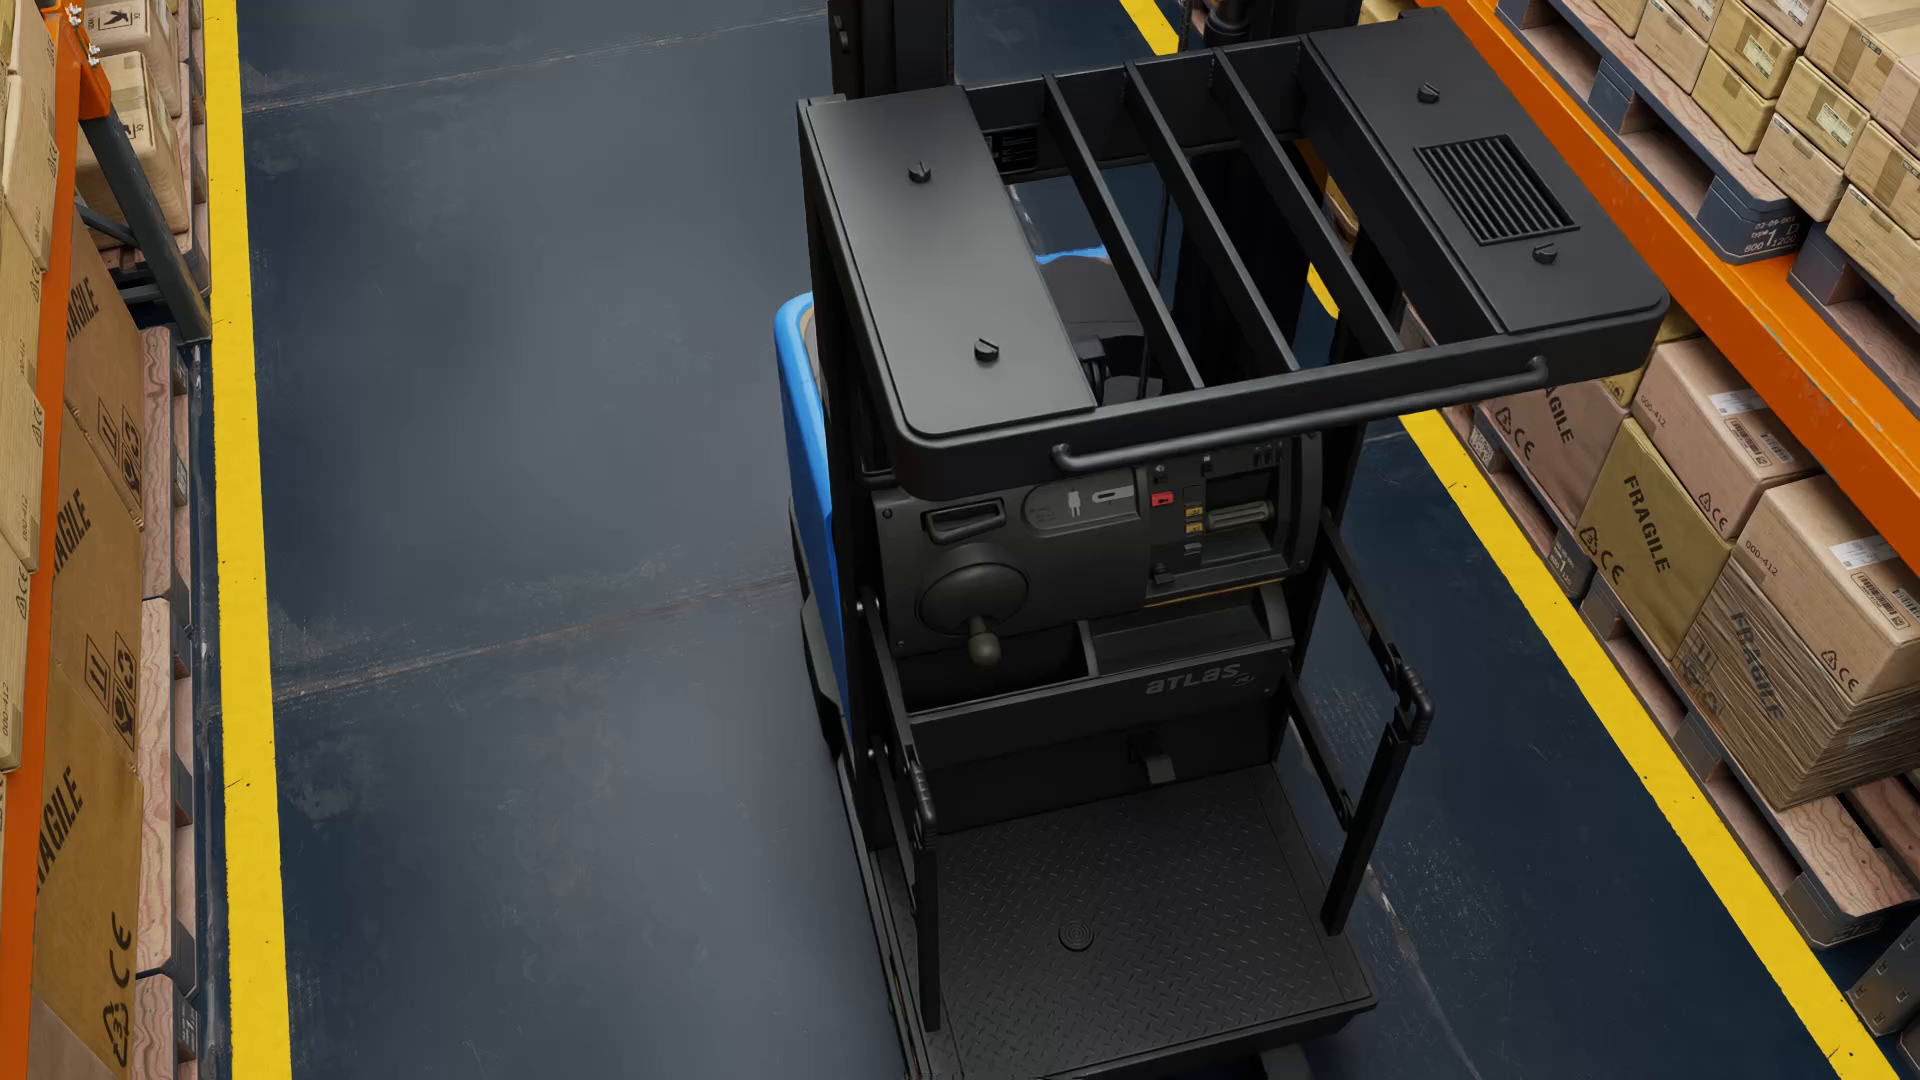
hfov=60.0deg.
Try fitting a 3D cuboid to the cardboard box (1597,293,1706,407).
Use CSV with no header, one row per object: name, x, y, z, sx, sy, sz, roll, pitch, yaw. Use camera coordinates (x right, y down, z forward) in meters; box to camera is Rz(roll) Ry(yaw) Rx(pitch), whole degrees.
cardboard box,1.991,-0.688,4.737,0.500,0.250,0.500,-15,52,-13

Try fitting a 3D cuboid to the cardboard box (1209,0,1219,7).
cardboard box,1.485,-2.665,6.731,1.050,0.750,0.750,-14,51,-11

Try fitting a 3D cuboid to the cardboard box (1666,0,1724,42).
cardboard box,1.996,-1.405,4.168,0.380,0.149,0.250,-12,51,-10

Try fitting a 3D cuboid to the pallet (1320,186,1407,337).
pallet,1.809,-1.320,6.224,1.003,0.211,1.213,-13,51,-11

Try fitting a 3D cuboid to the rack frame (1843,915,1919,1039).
rack frame,2.762,0.132,3.177,1.000,3.000,0.127,-13,51,-11

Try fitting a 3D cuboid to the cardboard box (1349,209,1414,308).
cardboard box,1.696,-1.178,5.642,0.500,0.500,0.500,-13,51,-11

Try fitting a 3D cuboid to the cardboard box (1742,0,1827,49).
cardboard box,2.072,-1.315,3.897,0.380,0.149,0.250,-15,52,-13

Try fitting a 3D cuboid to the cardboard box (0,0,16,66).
cardboard box,-2.734,-1.413,4.250,0.500,0.250,0.500,-13,51,-11

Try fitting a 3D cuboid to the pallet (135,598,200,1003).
pallet,-2.602,0.785,4.450,1.003,0.211,1.213,-13,51,-11

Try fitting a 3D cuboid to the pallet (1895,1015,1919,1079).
pallet,2.994,1.513,3.836,1.003,0.211,1.213,-13,51,-11

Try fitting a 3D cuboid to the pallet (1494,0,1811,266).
pallet,2.203,-1.291,4.502,1.003,0.211,1.213,-13,51,-11

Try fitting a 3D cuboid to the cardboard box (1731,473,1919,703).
cardboard box,2.300,0.074,4.096,0.500,0.250,0.500,-15,51,-12

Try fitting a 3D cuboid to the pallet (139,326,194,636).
pallet,-2.959,-0.105,5.200,1.003,0.211,1.213,-13,51,-11

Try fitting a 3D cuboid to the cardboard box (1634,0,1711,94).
cardboard box,1.988,-1.313,4.285,0.380,0.149,0.250,-15,51,-12

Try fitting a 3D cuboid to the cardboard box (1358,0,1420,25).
cardboard box,1.552,-1.802,5.677,0.500,0.250,0.500,-15,52,-13

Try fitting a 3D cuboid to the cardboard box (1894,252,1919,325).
cardboard box,2.306,-0.540,3.633,0.380,0.149,0.250,-13,51,-11

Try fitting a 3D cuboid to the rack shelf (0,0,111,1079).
rack shelf,-2.528,0.096,3.678,1.077,0.370,4.000,-13,51,-11

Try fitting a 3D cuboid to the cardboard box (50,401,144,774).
cardboard box,-2.735,0.129,4.295,0.875,0.875,0.875,-13,51,-11

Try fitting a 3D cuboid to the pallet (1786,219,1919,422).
pallet,2.675,-0.397,3.749,1.003,0.211,1.213,-13,51,-11

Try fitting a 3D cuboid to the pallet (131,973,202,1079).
pallet,-2.237,1.677,3.698,1.003,0.211,1.213,-13,51,-11

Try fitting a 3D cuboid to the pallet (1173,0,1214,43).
pallet,1.418,-2.484,7.206,1.003,0.211,1.213,-13,51,-11

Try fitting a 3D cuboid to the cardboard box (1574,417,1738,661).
cardboard box,2.151,-0.056,4.696,0.500,0.500,0.500,-14,51,-12

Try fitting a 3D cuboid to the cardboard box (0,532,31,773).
cardboard box,-2.106,0.237,3.187,0.500,0.250,0.500,-14,51,-11

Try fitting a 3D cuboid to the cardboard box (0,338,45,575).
cardboard box,-2.245,-0.130,3.496,0.500,0.250,0.500,-14,51,-12

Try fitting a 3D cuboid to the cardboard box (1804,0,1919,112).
cardboard box,2.155,-1.120,3.733,0.380,0.149,0.250,-15,51,-12

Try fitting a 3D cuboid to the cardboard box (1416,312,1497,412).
cardboard box,1.853,-0.805,5.327,0.500,0.500,0.500,-14,51,-12

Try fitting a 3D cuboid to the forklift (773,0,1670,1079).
forklift,0.346,0.109,3.241,1.130,2.935,3.031,-11,51,-9

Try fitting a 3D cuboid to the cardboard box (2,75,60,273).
cardboard box,-2.556,-0.868,4.118,0.500,0.250,0.500,-12,51,-10

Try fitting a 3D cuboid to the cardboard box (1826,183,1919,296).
cardboard box,2.232,-0.723,3.787,0.380,0.149,0.250,-16,52,-13

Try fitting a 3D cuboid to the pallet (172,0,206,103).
pallet,-3.707,-2.158,6.931,1.003,0.211,1.213,-13,51,-11

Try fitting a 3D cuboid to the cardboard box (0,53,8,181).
cardboard box,-2.579,-1.039,3.935,0.500,0.250,0.500,-14,51,-12

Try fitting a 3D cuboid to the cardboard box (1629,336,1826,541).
cardboard box,2.161,-0.305,4.415,0.500,0.250,0.500,-11,51,-9

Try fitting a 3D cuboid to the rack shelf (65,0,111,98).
rack shelf,-3.711,-2.825,6.140,1.077,0.370,4.000,-13,51,-11

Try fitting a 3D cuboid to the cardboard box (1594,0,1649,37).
cardboard box,1.912,-1.504,4.445,0.380,0.149,0.250,-13,51,-10

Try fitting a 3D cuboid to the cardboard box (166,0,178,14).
cardboard box,-3.722,-2.392,6.749,0.950,0.372,0.625,-12,51,-10

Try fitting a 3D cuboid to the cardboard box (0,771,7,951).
cardboard box,-1.969,0.615,2.868,0.500,0.250,0.500,-14,51,-12

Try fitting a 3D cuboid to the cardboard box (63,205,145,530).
cardboard box,-2.995,-0.524,4.845,0.875,0.875,0.875,-14,51,-11

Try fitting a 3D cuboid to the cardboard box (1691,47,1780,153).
cardboard box,2.067,-1.118,4.121,0.380,0.149,0.250,-11,51,-9

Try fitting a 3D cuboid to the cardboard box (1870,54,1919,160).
cardboard box,2.224,-0.940,3.581,0.380,0.149,0.250,-13,51,-11

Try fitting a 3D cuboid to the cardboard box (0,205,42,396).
cardboard box,-2.423,-0.497,3.805,0.500,0.250,0.500,-14,51,-11

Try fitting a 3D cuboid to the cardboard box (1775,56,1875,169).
cardboard box,2.145,-1.027,3.849,0.380,0.149,0.250,-16,52,-13

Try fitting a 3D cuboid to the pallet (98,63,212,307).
pallet,-3.350,-1.269,6.182,1.003,0.211,1.213,-13,51,-11

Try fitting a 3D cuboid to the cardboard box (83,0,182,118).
cardboard box,-3.503,-1.837,6.281,0.950,0.372,0.625,-14,51,-12

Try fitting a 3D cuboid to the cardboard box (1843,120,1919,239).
cardboard box,2.221,-0.837,3.689,0.380,0.149,0.250,-15,51,-12

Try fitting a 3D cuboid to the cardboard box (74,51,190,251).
cardboard box,-3.277,-1.300,5.828,0.950,0.372,0.625,-16,52,-13

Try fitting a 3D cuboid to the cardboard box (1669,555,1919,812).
cardboard box,2.302,0.319,4.380,0.500,0.500,0.500,-14,51,-12

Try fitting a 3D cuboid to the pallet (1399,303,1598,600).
pallet,2.166,-0.430,5.475,1.003,0.211,1.213,-13,51,-11

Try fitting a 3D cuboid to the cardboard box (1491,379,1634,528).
cardboard box,2.003,-0.432,5.012,0.500,0.500,0.500,-14,51,-12

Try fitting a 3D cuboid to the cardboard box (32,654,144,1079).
cardboard box,-2.471,0.782,3.744,0.875,0.875,0.875,-12,51,-10

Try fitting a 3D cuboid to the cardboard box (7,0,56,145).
cardboard box,-2.722,-1.237,4.429,0.500,0.250,0.500,-15,51,-12

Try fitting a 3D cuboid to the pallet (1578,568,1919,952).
pallet,2.530,0.462,4.722,1.003,0.211,1.213,-13,51,-11

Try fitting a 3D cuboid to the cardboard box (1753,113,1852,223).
cardboard box,2.144,-0.925,3.957,0.380,0.149,0.250,-15,52,-13

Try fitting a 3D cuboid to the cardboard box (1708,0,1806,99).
cardboard box,2.062,-1.226,4.017,0.380,0.149,0.250,-13,51,-11

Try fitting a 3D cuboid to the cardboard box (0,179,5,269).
cardboard box,-2.408,-0.670,3.624,0.500,0.250,0.500,-15,51,-12

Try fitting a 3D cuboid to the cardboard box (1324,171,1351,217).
cardboard box,1.544,-1.545,5.951,0.500,0.500,0.500,-15,52,-13

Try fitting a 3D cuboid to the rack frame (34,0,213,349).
rack frame,-3.120,-1.596,4.634,1.000,3.000,0.127,-13,51,-11
